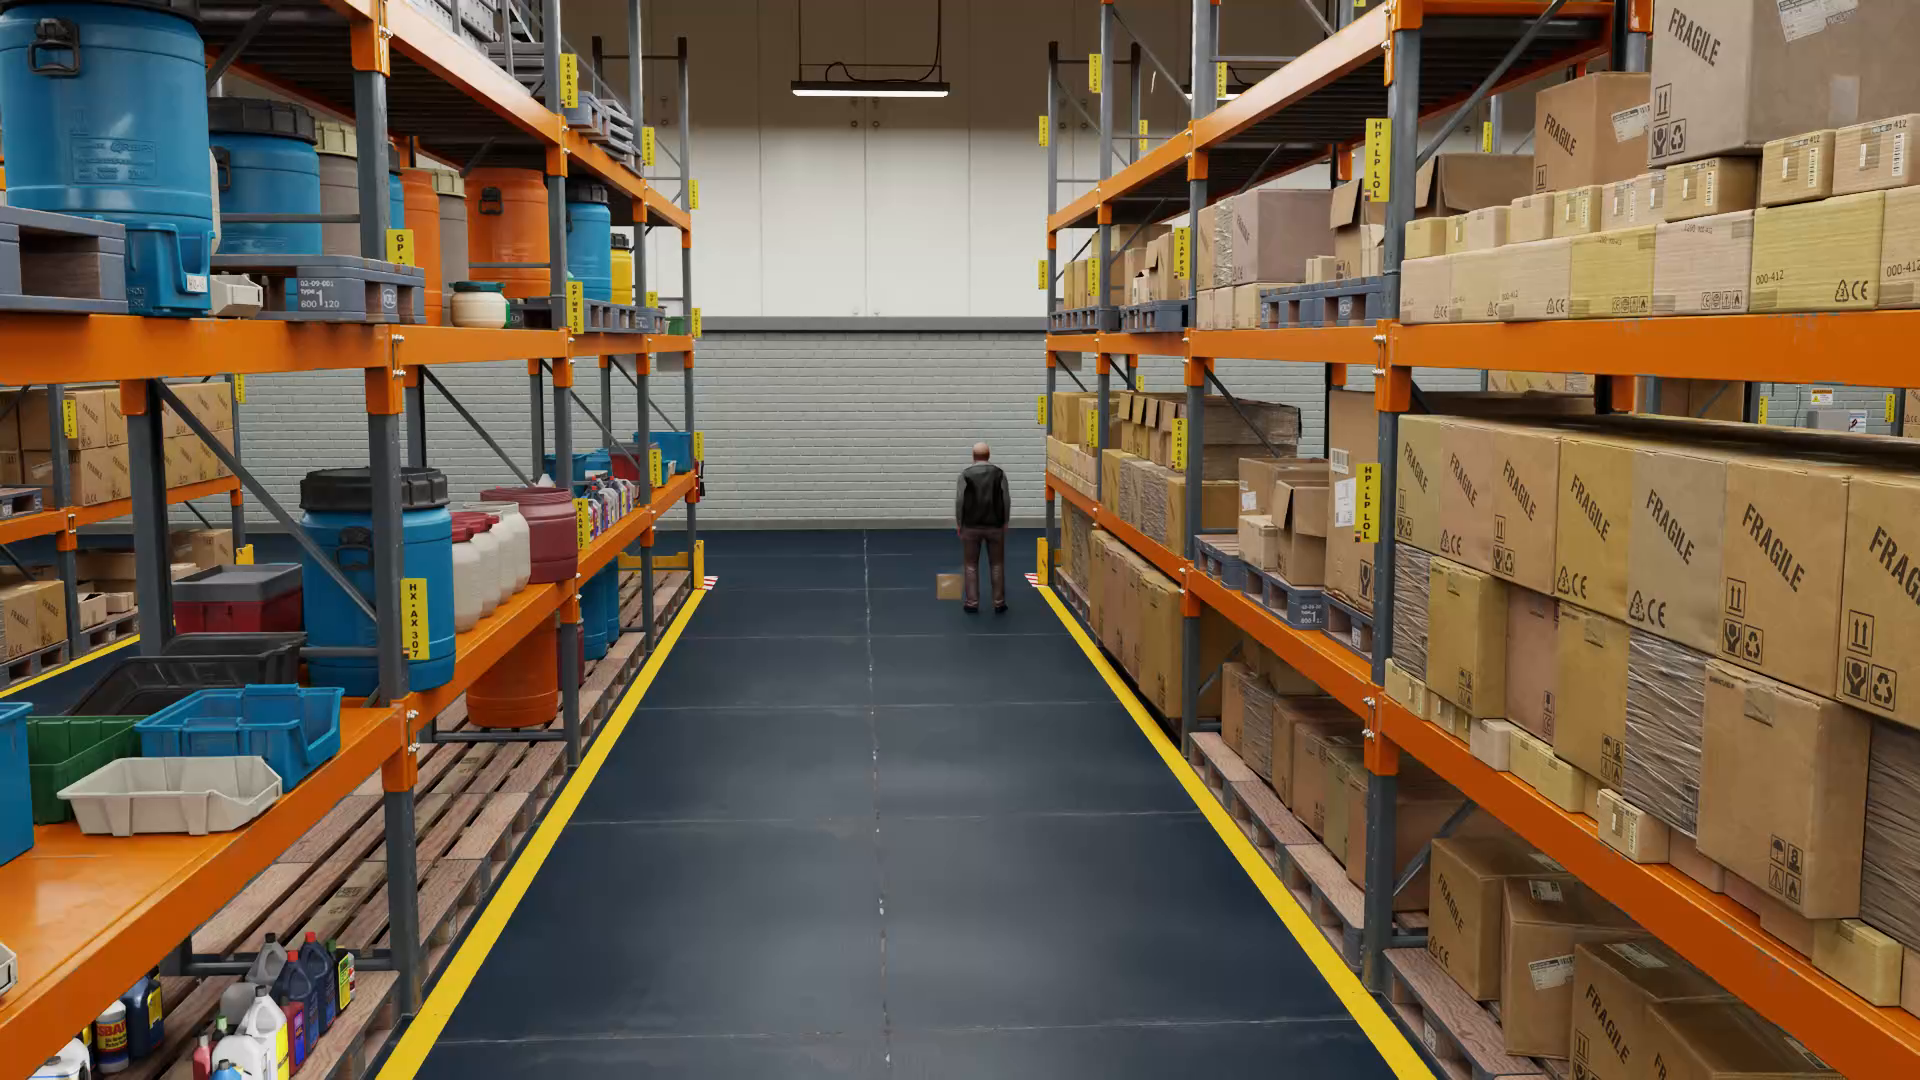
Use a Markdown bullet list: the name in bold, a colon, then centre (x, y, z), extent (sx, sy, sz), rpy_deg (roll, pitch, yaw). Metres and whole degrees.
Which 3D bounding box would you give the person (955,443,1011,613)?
- **person**: centre (0.231, -0.124, 16.882), extent (0.571, 1.721, 0.417), rpy_deg (-1, 7, -6)
